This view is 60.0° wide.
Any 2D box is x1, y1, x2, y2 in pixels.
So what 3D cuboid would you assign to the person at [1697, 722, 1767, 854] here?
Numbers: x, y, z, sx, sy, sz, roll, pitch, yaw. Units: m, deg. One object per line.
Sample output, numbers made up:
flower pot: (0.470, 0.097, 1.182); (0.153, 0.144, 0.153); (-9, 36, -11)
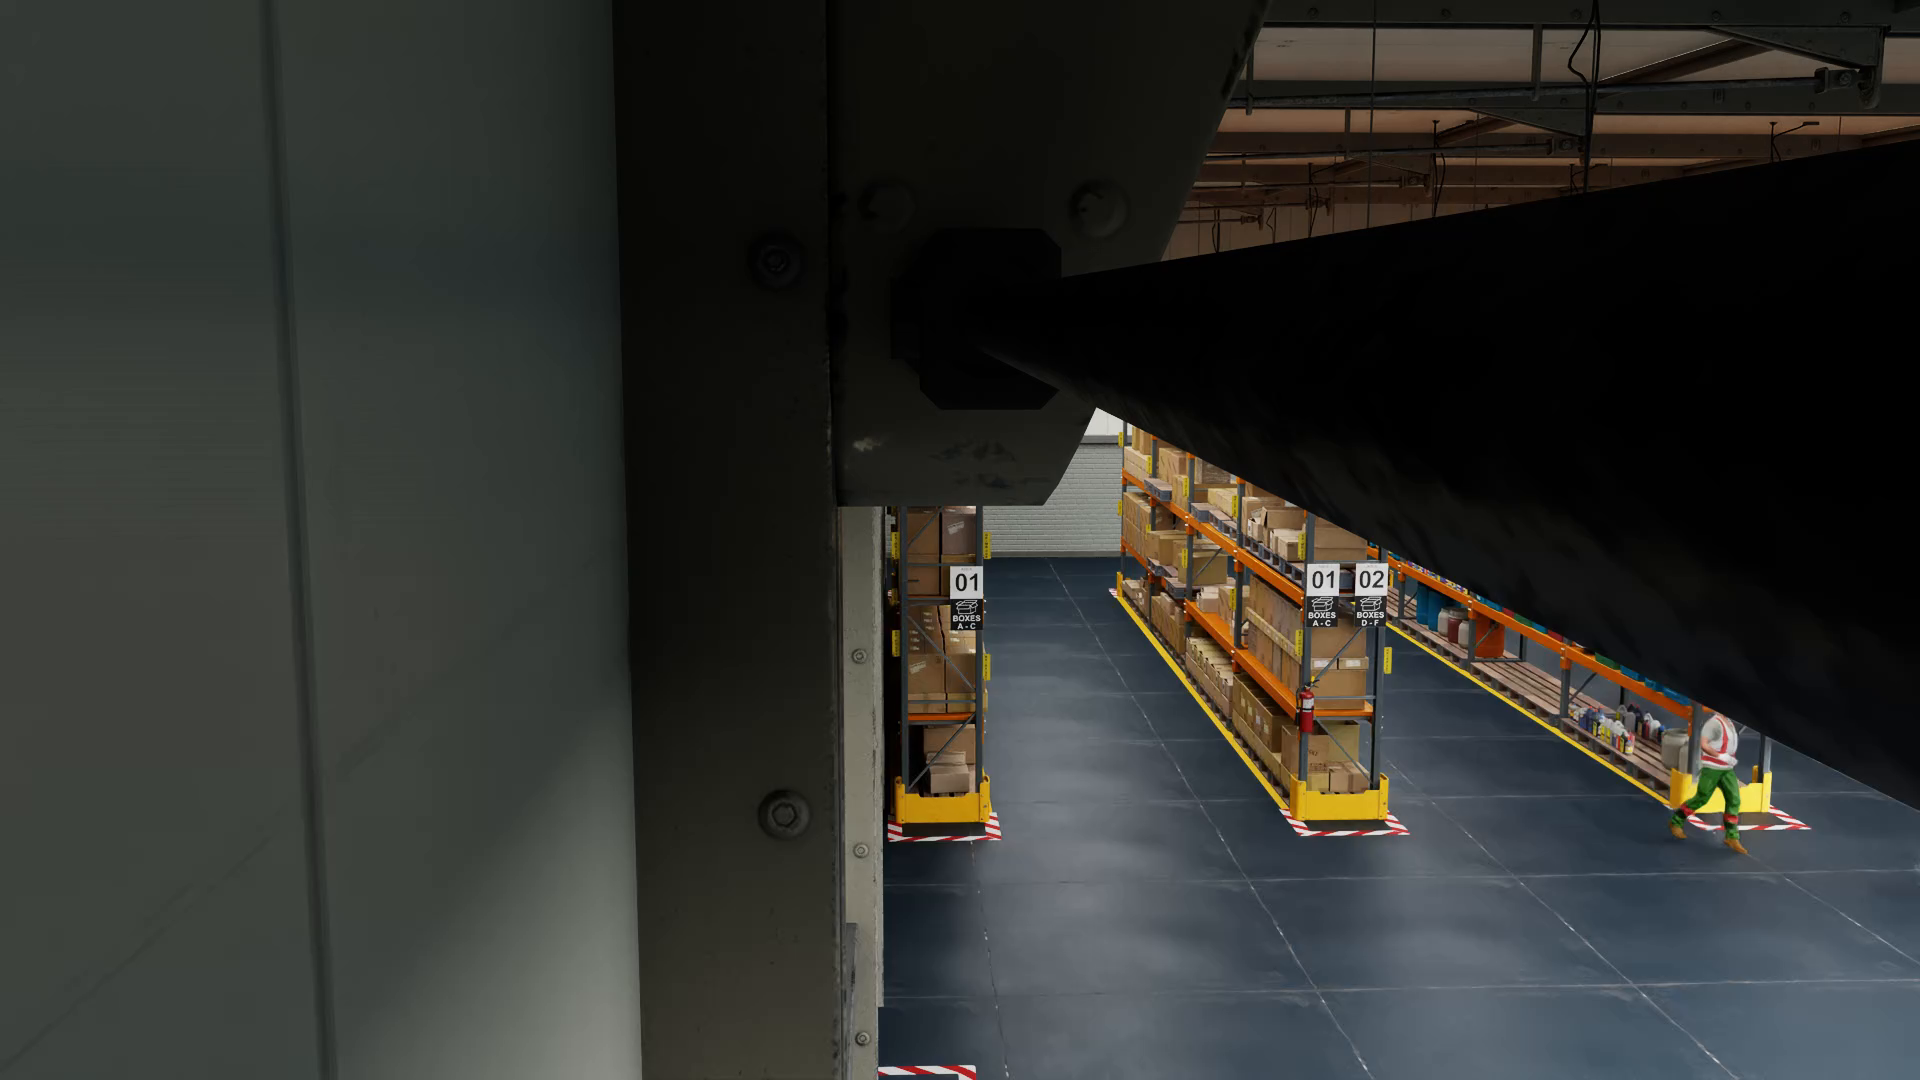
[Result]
person: (9.189, 2.742, 19.538); (0.802, 1.728, 0.715); (8, 11, 43)
